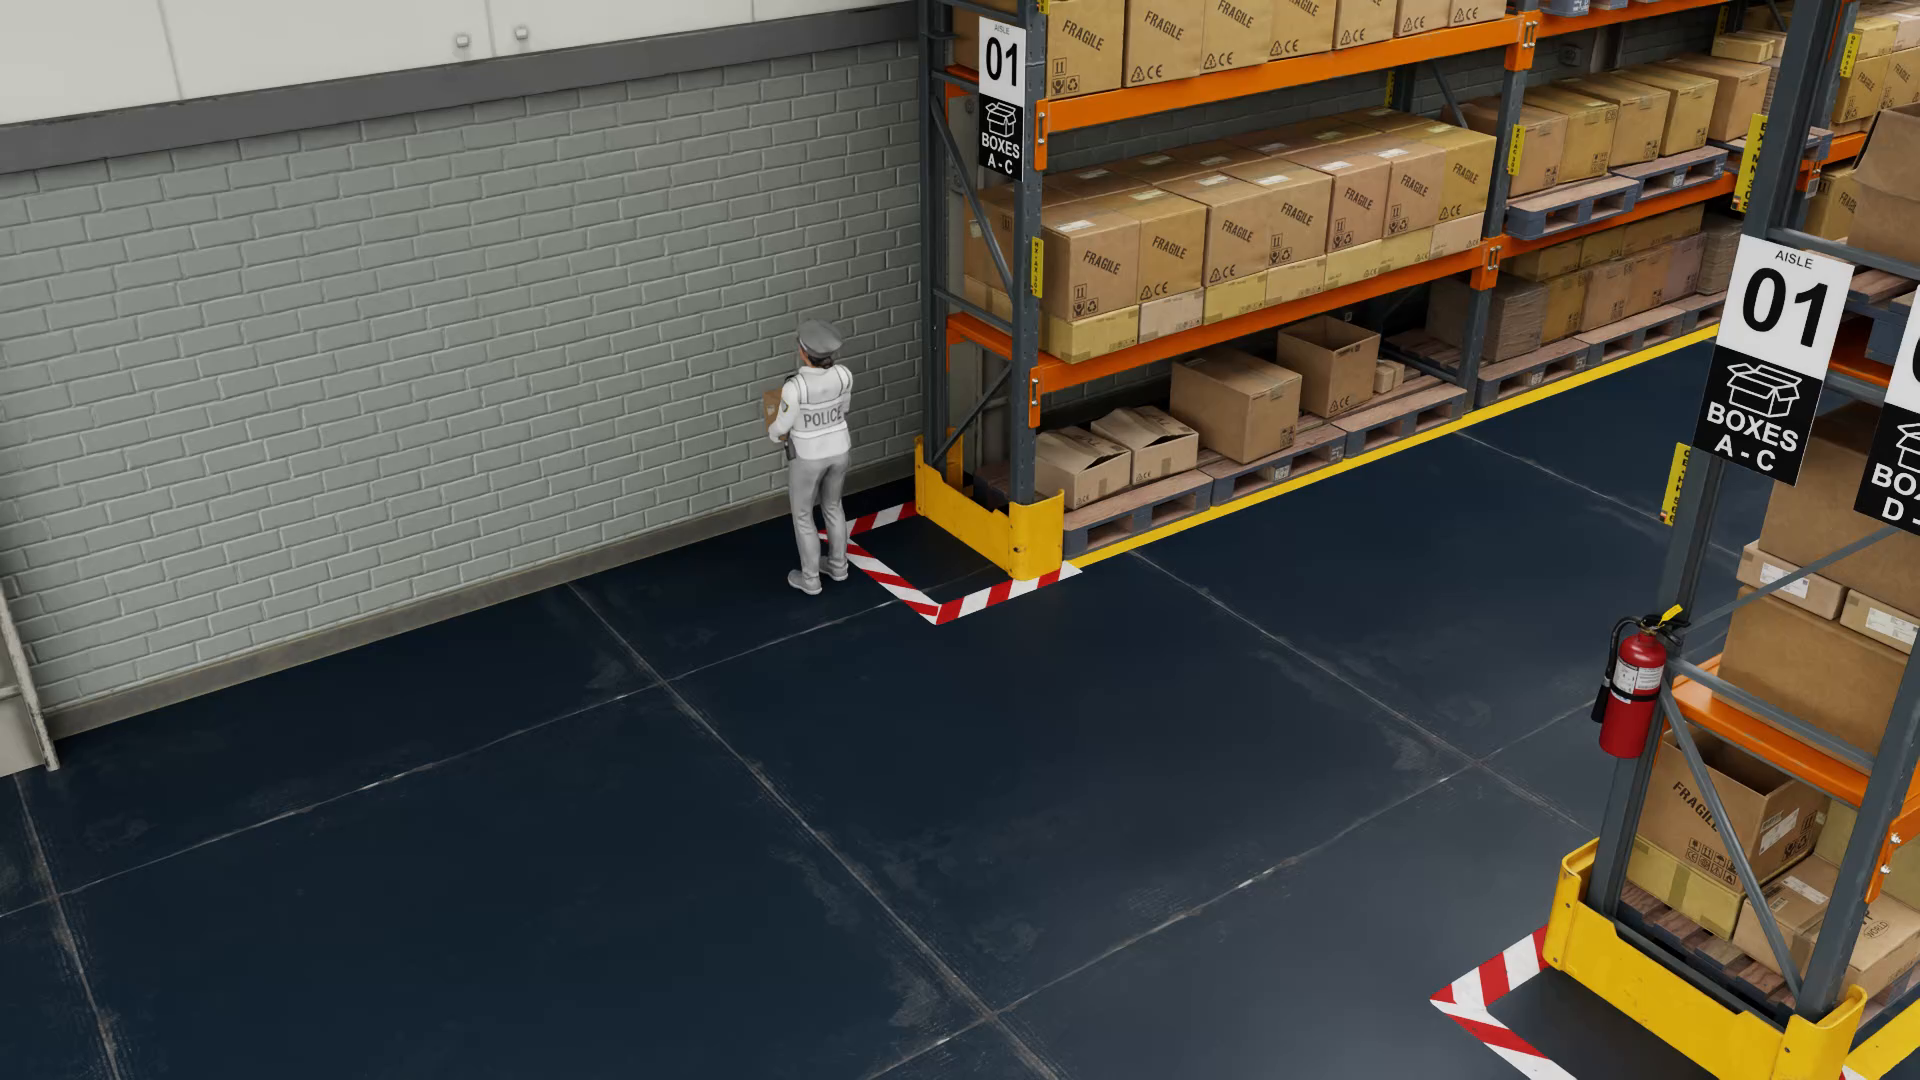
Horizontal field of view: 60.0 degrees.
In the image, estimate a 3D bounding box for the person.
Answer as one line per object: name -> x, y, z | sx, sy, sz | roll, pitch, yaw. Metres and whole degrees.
person -> -0.846, -0.504, 9.514 | 0.461, 1.687, 0.555 | -19, 34, -30
